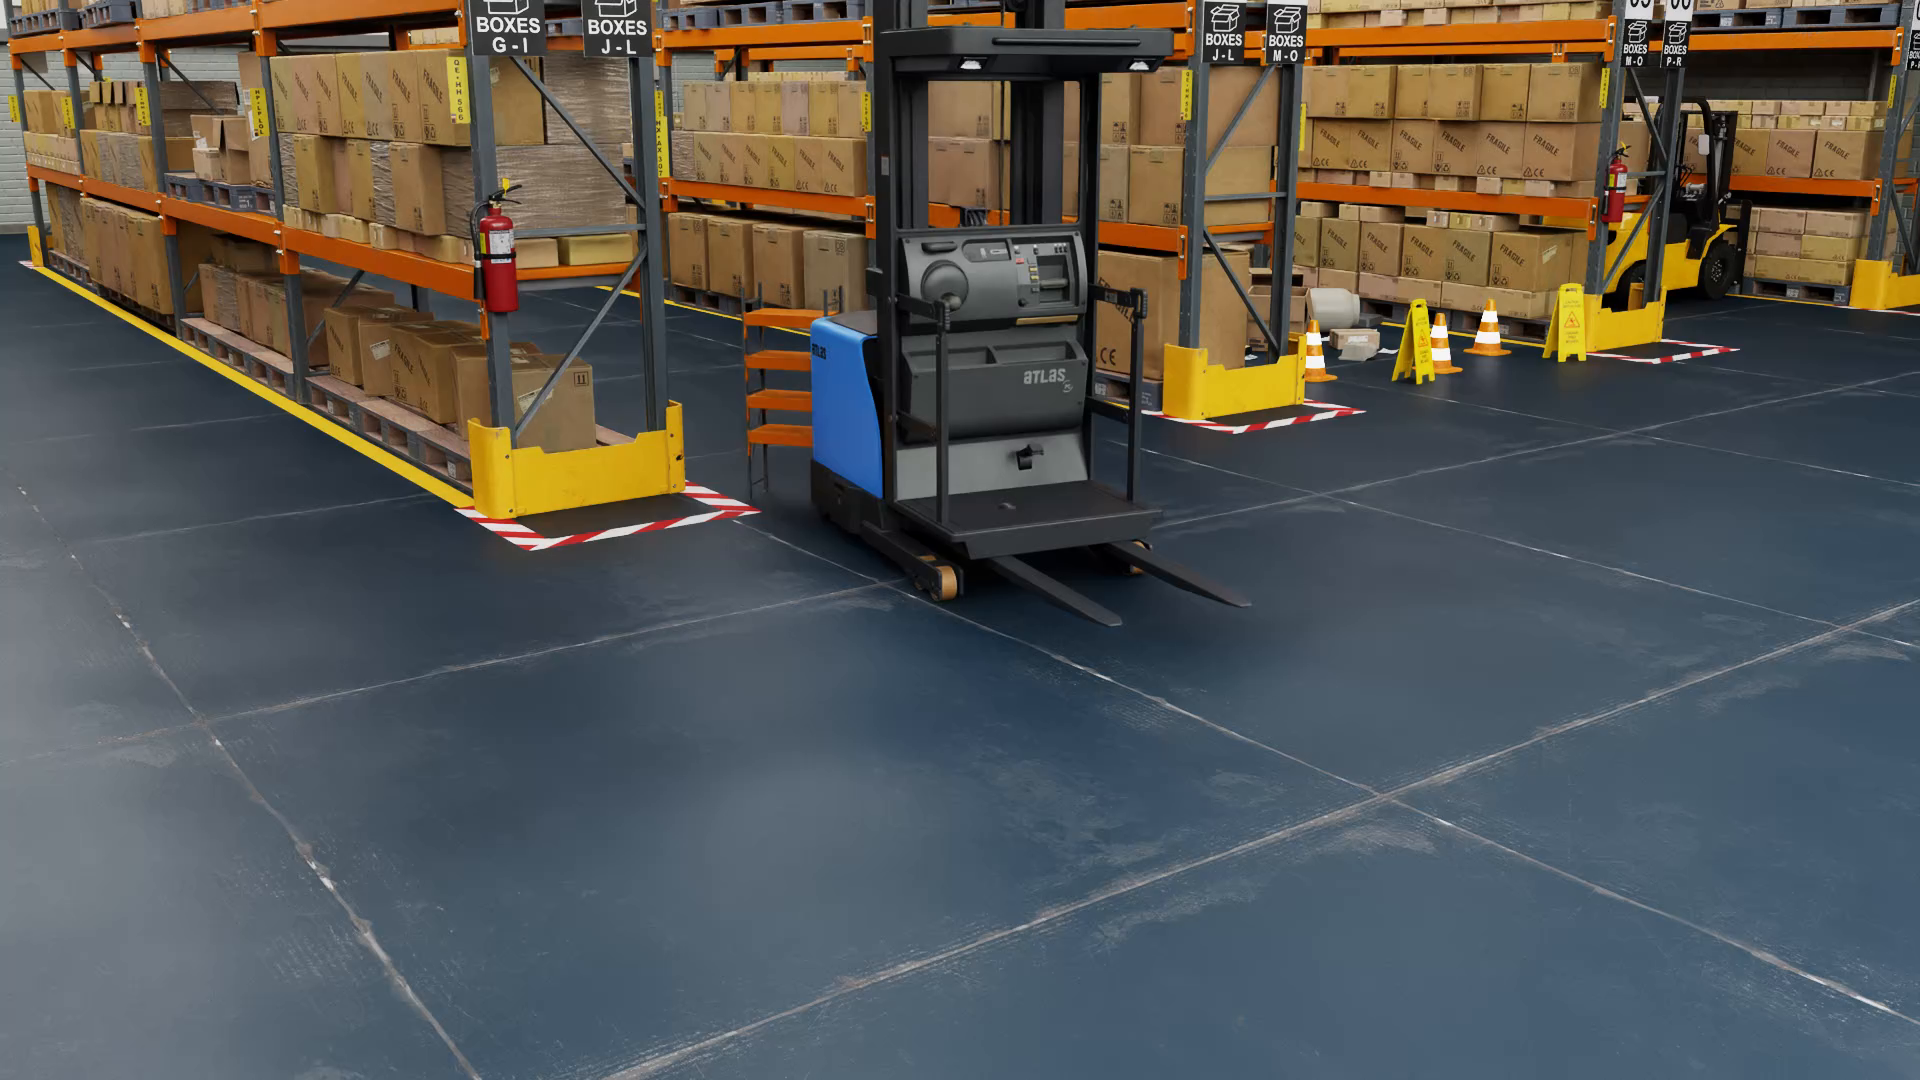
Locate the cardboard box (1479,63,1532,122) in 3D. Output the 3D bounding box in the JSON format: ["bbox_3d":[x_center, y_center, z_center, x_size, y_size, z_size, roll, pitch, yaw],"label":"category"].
[{"bbox_3d":[5.154,-4.059,15.077,0.700,0.500,0.500,-11,19,-34],"label":"cardboard box"}]

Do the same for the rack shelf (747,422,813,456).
[{"bbox_3d":[-0.921,-0.555,9.336,0.480,0.148,0.258,5,16,18],"label":"rack shelf"}]

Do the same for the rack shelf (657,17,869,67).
[{"bbox_3d":[-1.550,-4.792,16.082,1.077,0.370,4.000,-11,19,-35],"label":"rack shelf"}]

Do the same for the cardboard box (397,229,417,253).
[{"bbox_3d":[-3.177,-1.834,10.072,0.380,0.149,0.250,-11,19,-35],"label":"cardboard box"}]

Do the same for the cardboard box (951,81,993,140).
[{"bbox_3d":[0.439,-3.538,13.490,0.875,0.550,0.550,-11,19,-35],"label":"cardboard box"}]

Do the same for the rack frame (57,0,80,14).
[{"bbox_3d":[-9.149,-7.118,17.538,1.000,3.000,0.127,-11,19,-35],"label":"rack frame"}]

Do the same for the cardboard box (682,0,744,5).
[{"bbox_3d":[-2.478,-5.585,16.801,0.500,0.311,0.500,-11,19,-34],"label":"cardboard box"}]

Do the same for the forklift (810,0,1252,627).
[{"bbox_3d":[0.260,-1.263,7.639,1.130,2.935,3.031,-7,17,-24],"label":"forklift"}]

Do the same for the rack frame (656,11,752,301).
[{"bbox_3d":[-2.726,-4.119,17.943,1.000,3.000,0.127,-11,19,-35],"label":"rack frame"}]

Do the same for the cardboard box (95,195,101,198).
[{"bbox_3d":[-9.473,-3.556,19.115,0.875,0.875,0.875,-11,19,-35],"label":"cardboard box"}]

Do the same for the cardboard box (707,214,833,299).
[{"bbox_3d":[-1.924,-2.906,16.978,1.050,0.750,0.750,-11,19,-34],"label":"cardboard box"}]

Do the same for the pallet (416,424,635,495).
[{"bbox_3d":[-2.588,-0.513,10.049,1.003,0.211,1.213,-11,19,-35],"label":"pallet"}]

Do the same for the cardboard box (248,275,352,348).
[{"bbox_3d":[-5.384,-1.882,13.671,0.700,0.500,0.500,-13,20,-39],"label":"cardboard box"}]

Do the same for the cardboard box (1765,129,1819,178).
[{"bbox_3d":[9.136,-4.197,18.037,0.500,0.500,0.500,-10,18,-33],"label":"cardboard box"}]

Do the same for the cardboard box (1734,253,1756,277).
[{"bbox_3d":[8.832,-3.115,18.689,0.500,0.250,0.500,-11,19,-34],"label":"cardboard box"}]

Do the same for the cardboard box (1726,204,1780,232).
[{"bbox_3d":[8.802,-3.595,18.547,0.500,0.250,0.500,-11,19,-34],"label":"cardboard box"}]

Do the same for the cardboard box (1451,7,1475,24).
[{"bbox_3d":[4.756,-4.837,15.359,0.380,0.149,0.250,-11,19,-36],"label":"cardboard box"}]

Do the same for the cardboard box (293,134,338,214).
[{"bbox_3d":[-3.966,-2.490,11.240,0.875,0.500,0.500,-11,19,-35],"label":"cardboard box"}]

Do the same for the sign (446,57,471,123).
[{"bbox_3d":[-2.555,-2.291,8.474,0.100,0.325,0.005,-11,19,-35],"label":"sign"}]

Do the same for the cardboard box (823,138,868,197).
[{"bbox_3d":[-0.897,-3.383,15.065,0.500,0.500,0.500,-11,19,-35],"label":"cardboard box"}]

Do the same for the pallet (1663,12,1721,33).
[{"bbox_3d":[8.106,-6.052,19.491,1.003,0.211,1.213,-11,19,-35],"label":"pallet"}]

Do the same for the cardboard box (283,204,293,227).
[{"bbox_3d":[-4.563,-2.303,11.783,0.380,0.149,0.250,-11,19,-35],"label":"cardboard box"}]

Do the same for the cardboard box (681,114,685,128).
[{"bbox_3d":[-2.844,-4.617,18.316,0.380,0.149,0.250,-11,19,-34],"label":"cardboard box"}]

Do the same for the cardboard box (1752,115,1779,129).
[{"bbox_3d":[8.896,-4.583,18.219,0.380,0.149,0.250,-12,19,-36],"label":"cardboard box"}]

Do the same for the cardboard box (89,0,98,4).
[{"bbox_3d":[-8.577,-5.583,16.983,0.500,0.311,0.500,-12,19,-36],"label":"cardboard box"}]

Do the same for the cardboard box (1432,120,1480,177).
[{"bbox_3d":[4.798,-3.680,15.588,0.500,0.500,0.500,-11,19,-35],"label":"cardboard box"}]

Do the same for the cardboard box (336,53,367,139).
[{"bbox_3d":[-3.495,-2.736,10.245,0.500,0.500,0.500,-11,19,-35],"label":"cardboard box"}]

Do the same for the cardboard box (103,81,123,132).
[{"bbox_3d":[-8.373,-4.473,17.148,0.797,0.503,0.637,-11,19,-34],"label":"cardboard box"}]

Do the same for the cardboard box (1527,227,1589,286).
[{"bbox_3d":[5.657,-2.659,15.601,0.500,0.500,0.500,-12,19,-36],"label":"cardboard box"}]

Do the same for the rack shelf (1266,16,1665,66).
[{"bbox_3d":[4.746,-4.727,15.847,1.077,0.370,4.000,-11,19,-35],"label":"rack shelf"}]

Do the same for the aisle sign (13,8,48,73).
[{"bbox_3d":[-11.786,-6.302,20.993,0.394,0.787,0.004,-11,19,-35],"label":"aisle sign"}]

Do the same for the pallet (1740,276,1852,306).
[{"bbox_3d":[9.452,-2.784,18.347,1.003,0.211,1.213,-11,19,-35],"label":"pallet"}]

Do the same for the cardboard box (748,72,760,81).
[{"bbox_3d":[-3.059,-7.170,25.779,0.380,0.149,0.250,-12,19,-36],"label":"cardboard box"}]

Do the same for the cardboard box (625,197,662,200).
[{"bbox_3d":[-3.822,-3.989,19.989,0.500,0.250,0.500,-12,19,-37],"label":"cardboard box"}]

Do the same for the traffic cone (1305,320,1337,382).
[{"bbox_3d":[2.814,-1.521,13.256,0.336,0.463,0.334,-11,19,-35],"label":"traffic cone"}]

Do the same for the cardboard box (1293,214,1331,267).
[{"bbox_3d":[3.699,-3.125,17.304,0.500,0.500,0.500,-10,18,-32],"label":"cardboard box"}]

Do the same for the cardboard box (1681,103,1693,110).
[{"bbox_3d":[8.352,-4.954,19.011,0.380,0.149,0.250,-11,19,-35],"label":"cardboard box"}]

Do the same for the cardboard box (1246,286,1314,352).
[{"bbox_3d":[2.842,-1.979,14.852,0.637,0.503,0.797,4,16,13],"label":"cardboard box"}]

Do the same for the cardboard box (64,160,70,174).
[{"bbox_3d":[-9.896,-4.228,18.816,0.380,0.149,0.250,-11,19,-35],"label":"cardboard box"}]

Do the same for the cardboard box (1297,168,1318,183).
[{"bbox_3d":[3.687,-3.771,17.146,0.380,0.149,0.250,-10,18,-33],"label":"cardboard box"}]

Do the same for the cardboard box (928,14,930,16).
[{"bbox_3d":[-0.342,-6.903,21.892,0.396,0.266,0.258,-9,18,-30],"label":"cardboard box"}]

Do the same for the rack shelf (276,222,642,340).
[{"bbox_3d":[-3.270,-1.742,10.623,1.077,0.370,4.000,-11,19,-35],"label":"rack shelf"}]

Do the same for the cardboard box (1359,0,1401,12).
[{"bbox_3d":[4.202,-5.218,15.999,0.500,0.250,0.500,-11,19,-34],"label":"cardboard box"}]

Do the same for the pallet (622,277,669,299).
[{"bbox_3d":[-3.184,-2.941,18.922,1.003,0.211,1.213,-11,19,-35],"label":"pallet"}]

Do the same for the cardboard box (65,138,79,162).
[{"bbox_3d":[-9.621,-4.349,18.506,0.500,0.250,0.500,-11,19,-36],"label":"cardboard box"}]

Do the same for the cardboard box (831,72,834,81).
[{"bbox_3d":[-1.639,-6.696,24.046,0.380,0.149,0.250,-10,18,-33],"label":"cardboard box"}]

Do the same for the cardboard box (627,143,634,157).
[{"bbox_3d":[-3.388,-4.234,18.045,0.380,0.149,0.250,-10,18,-34],"label":"cardboard box"}]

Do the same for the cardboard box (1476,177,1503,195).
[{"bbox_3d":[4.981,-3.271,15.322,0.380,0.149,0.250,-10,18,-34],"label":"cardboard box"}]

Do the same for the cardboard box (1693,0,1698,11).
[{"bbox_3d":[8.210,-6.095,18.749,0.396,0.266,0.258,-11,19,-36],"label":"cardboard box"}]

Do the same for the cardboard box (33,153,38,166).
[{"bbox_3d":[-11.257,-4.722,20.621,0.380,0.149,0.250,-11,19,-36],"label":"cardboard box"}]

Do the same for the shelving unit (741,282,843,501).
[{"bbox_3d":[-0.921,-0.811,9.266,0.503,1.200,0.258,5,16,18],"label":"shelving unit"}]

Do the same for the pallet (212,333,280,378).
[{"bbox_3d":[-5.626,-1.598,14.016,1.003,0.211,1.213,-11,19,-35],"label":"pallet"}]

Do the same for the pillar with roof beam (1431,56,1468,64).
[{"bbox_3d":[3.245,-7.767,19.908,9.100,9.000,0.400,-11,19,-35],"label":"pillar with roof beam"}]

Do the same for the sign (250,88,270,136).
[{"bbox_3d":[-4.893,-2.988,11.618,0.100,0.325,0.005,-11,19,-35],"label":"sign"}]

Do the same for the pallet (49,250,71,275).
[{"bbox_3d":[-10.968,-3.575,21.239,1.003,0.211,1.213,-11,19,-35],"label":"pallet"}]

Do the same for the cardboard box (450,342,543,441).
[{"bbox_3d":[-2.827,-0.917,10.186,0.500,0.500,0.500,-6,16,-20],"label":"cardboard box"}]
